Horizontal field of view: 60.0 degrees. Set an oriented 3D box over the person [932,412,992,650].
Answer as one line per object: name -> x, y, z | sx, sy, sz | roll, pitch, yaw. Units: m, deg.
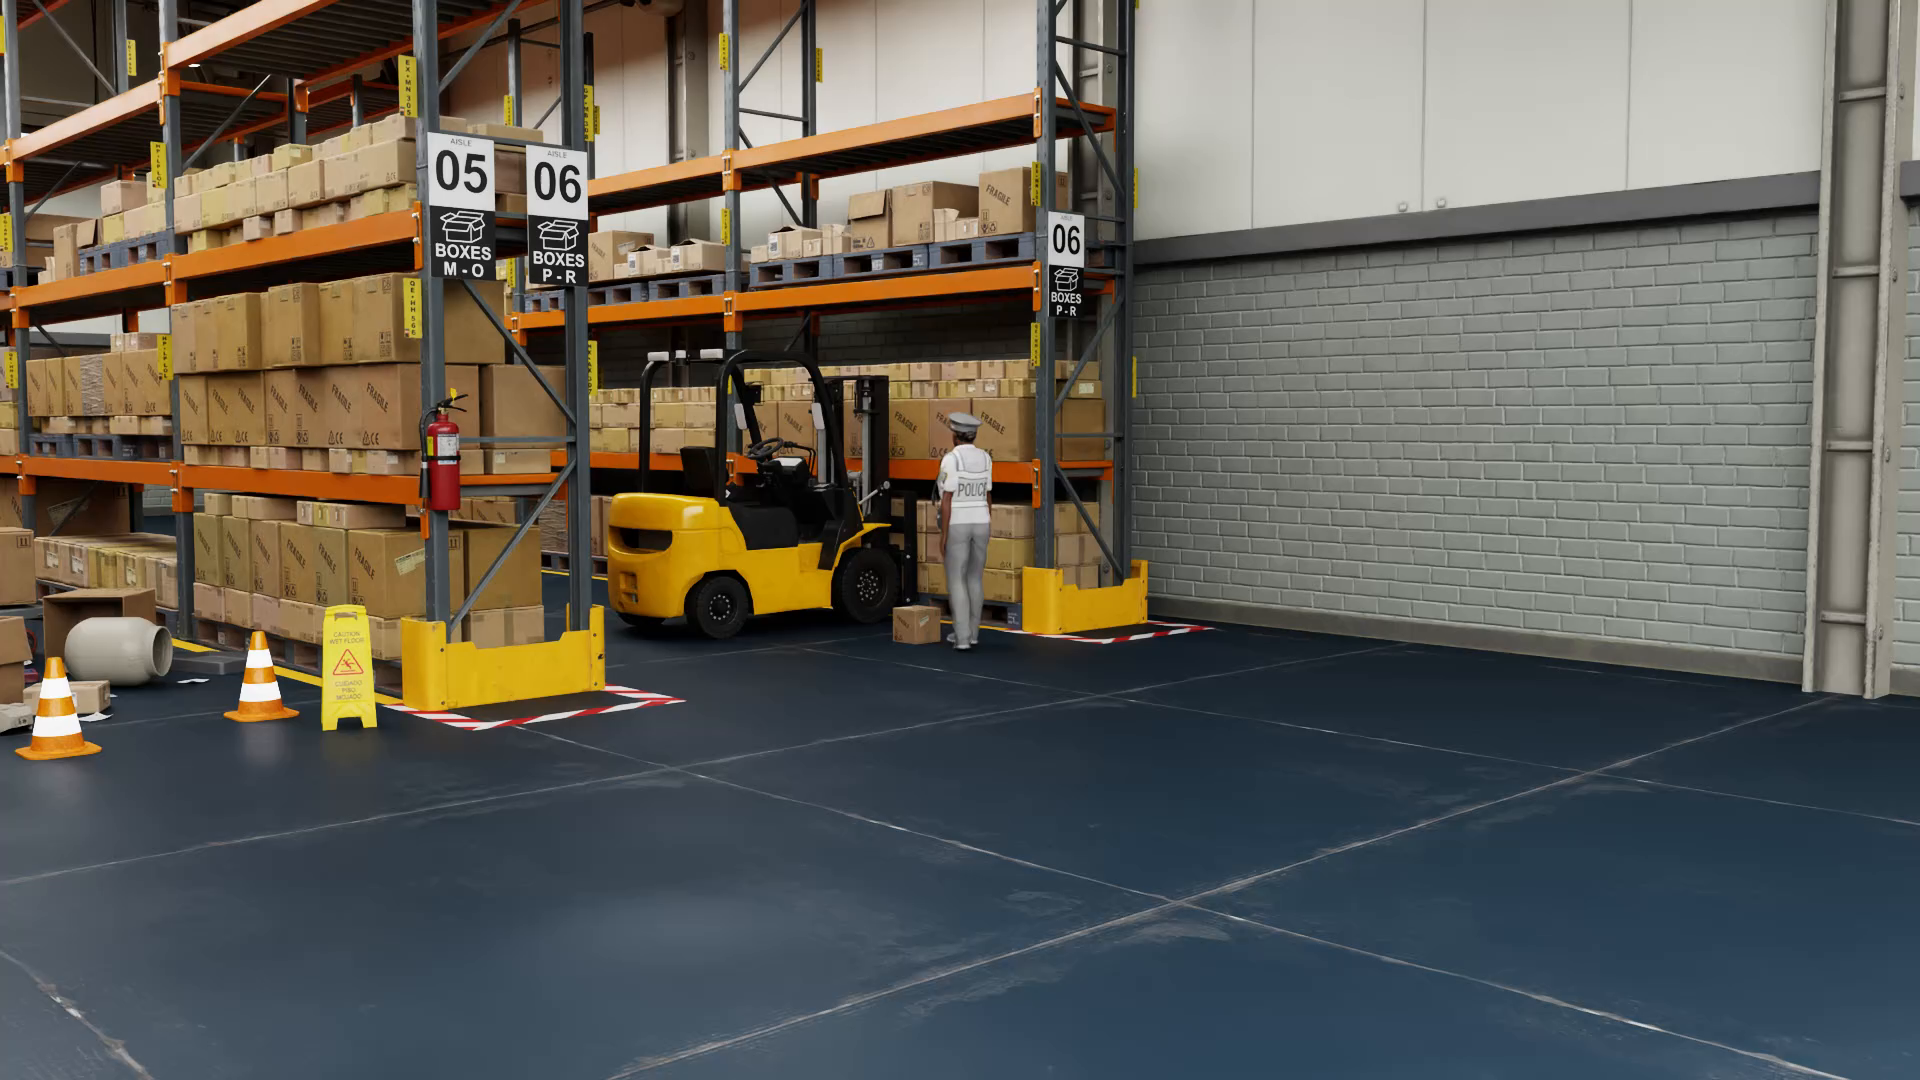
person -> -0.003, -0.067, 11.862 | 0.455, 1.688, 0.529 | -3, 5, -35
